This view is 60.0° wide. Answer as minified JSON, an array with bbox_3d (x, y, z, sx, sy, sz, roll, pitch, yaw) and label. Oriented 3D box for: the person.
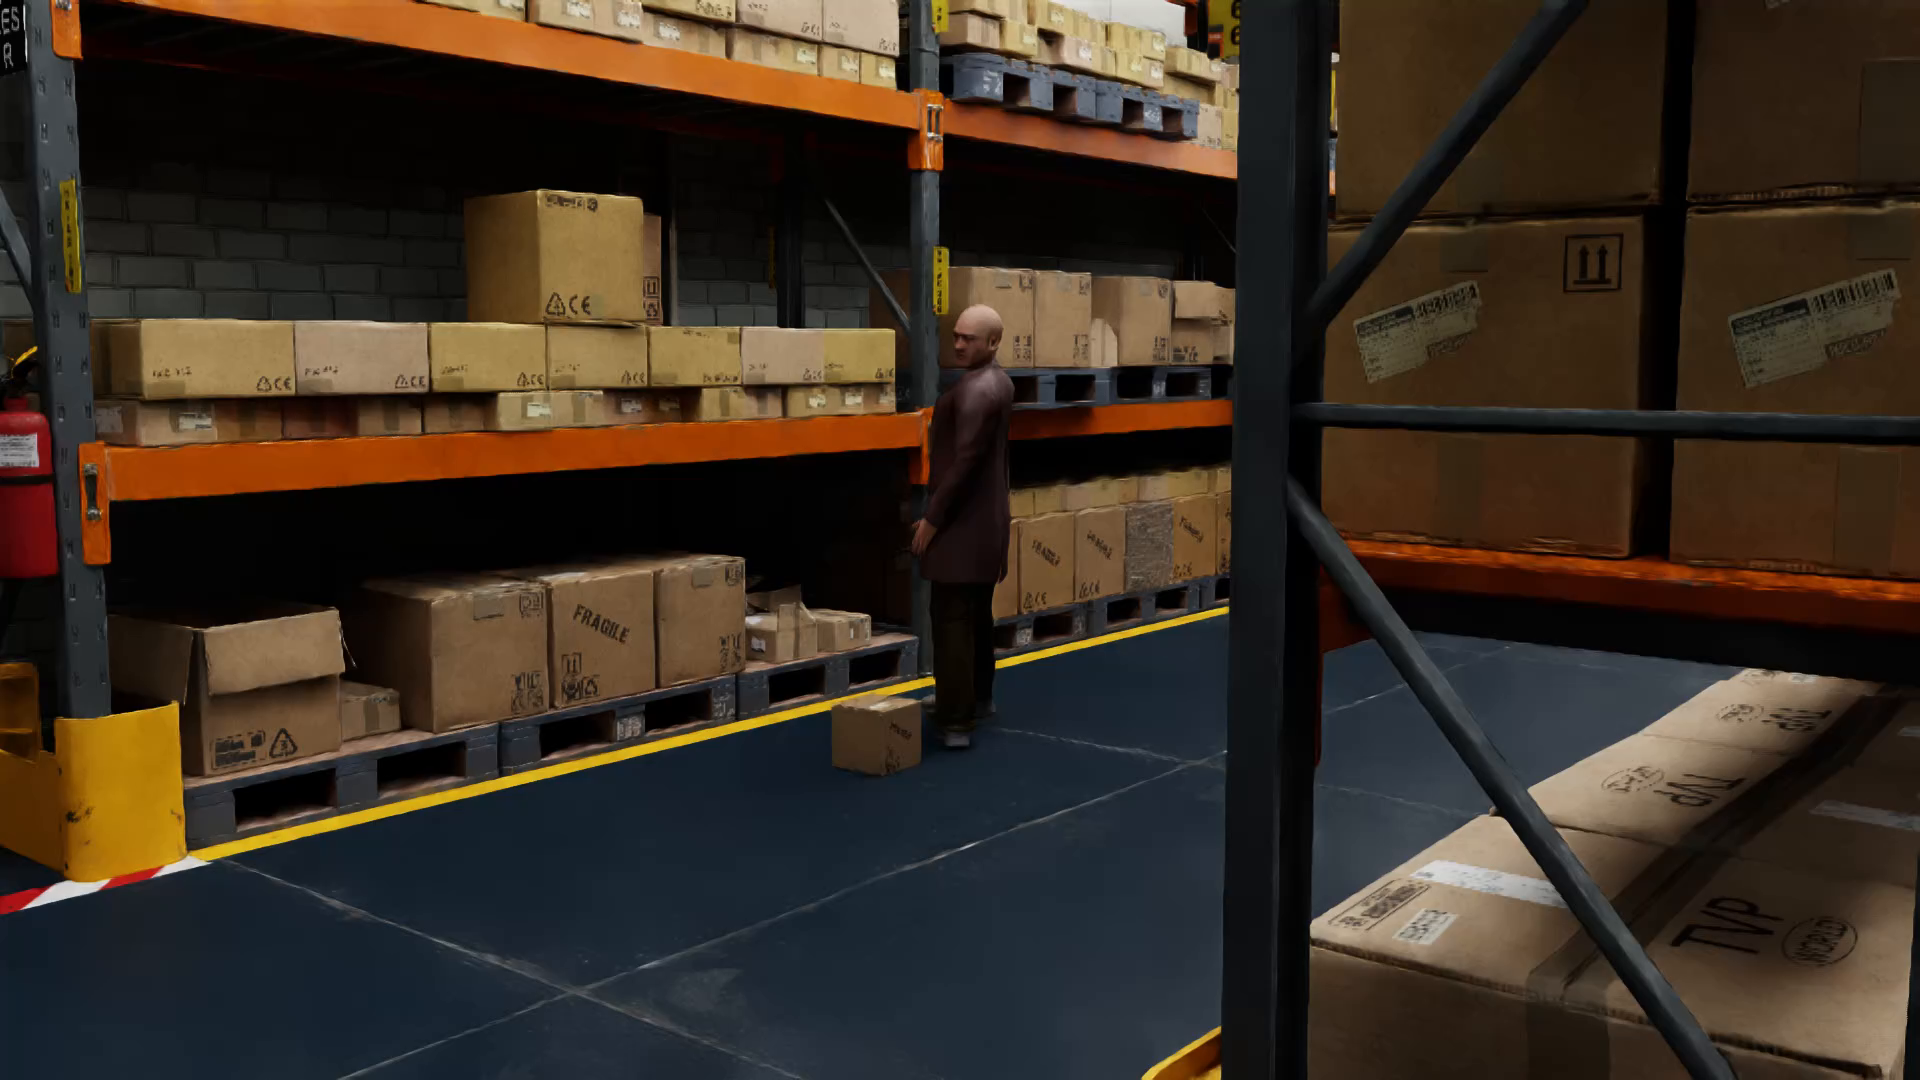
[{"bbox_3d":[-0.023,-0.064,6.856,0.534,1.786,0.714,2,7,19],"label":"person"}]
